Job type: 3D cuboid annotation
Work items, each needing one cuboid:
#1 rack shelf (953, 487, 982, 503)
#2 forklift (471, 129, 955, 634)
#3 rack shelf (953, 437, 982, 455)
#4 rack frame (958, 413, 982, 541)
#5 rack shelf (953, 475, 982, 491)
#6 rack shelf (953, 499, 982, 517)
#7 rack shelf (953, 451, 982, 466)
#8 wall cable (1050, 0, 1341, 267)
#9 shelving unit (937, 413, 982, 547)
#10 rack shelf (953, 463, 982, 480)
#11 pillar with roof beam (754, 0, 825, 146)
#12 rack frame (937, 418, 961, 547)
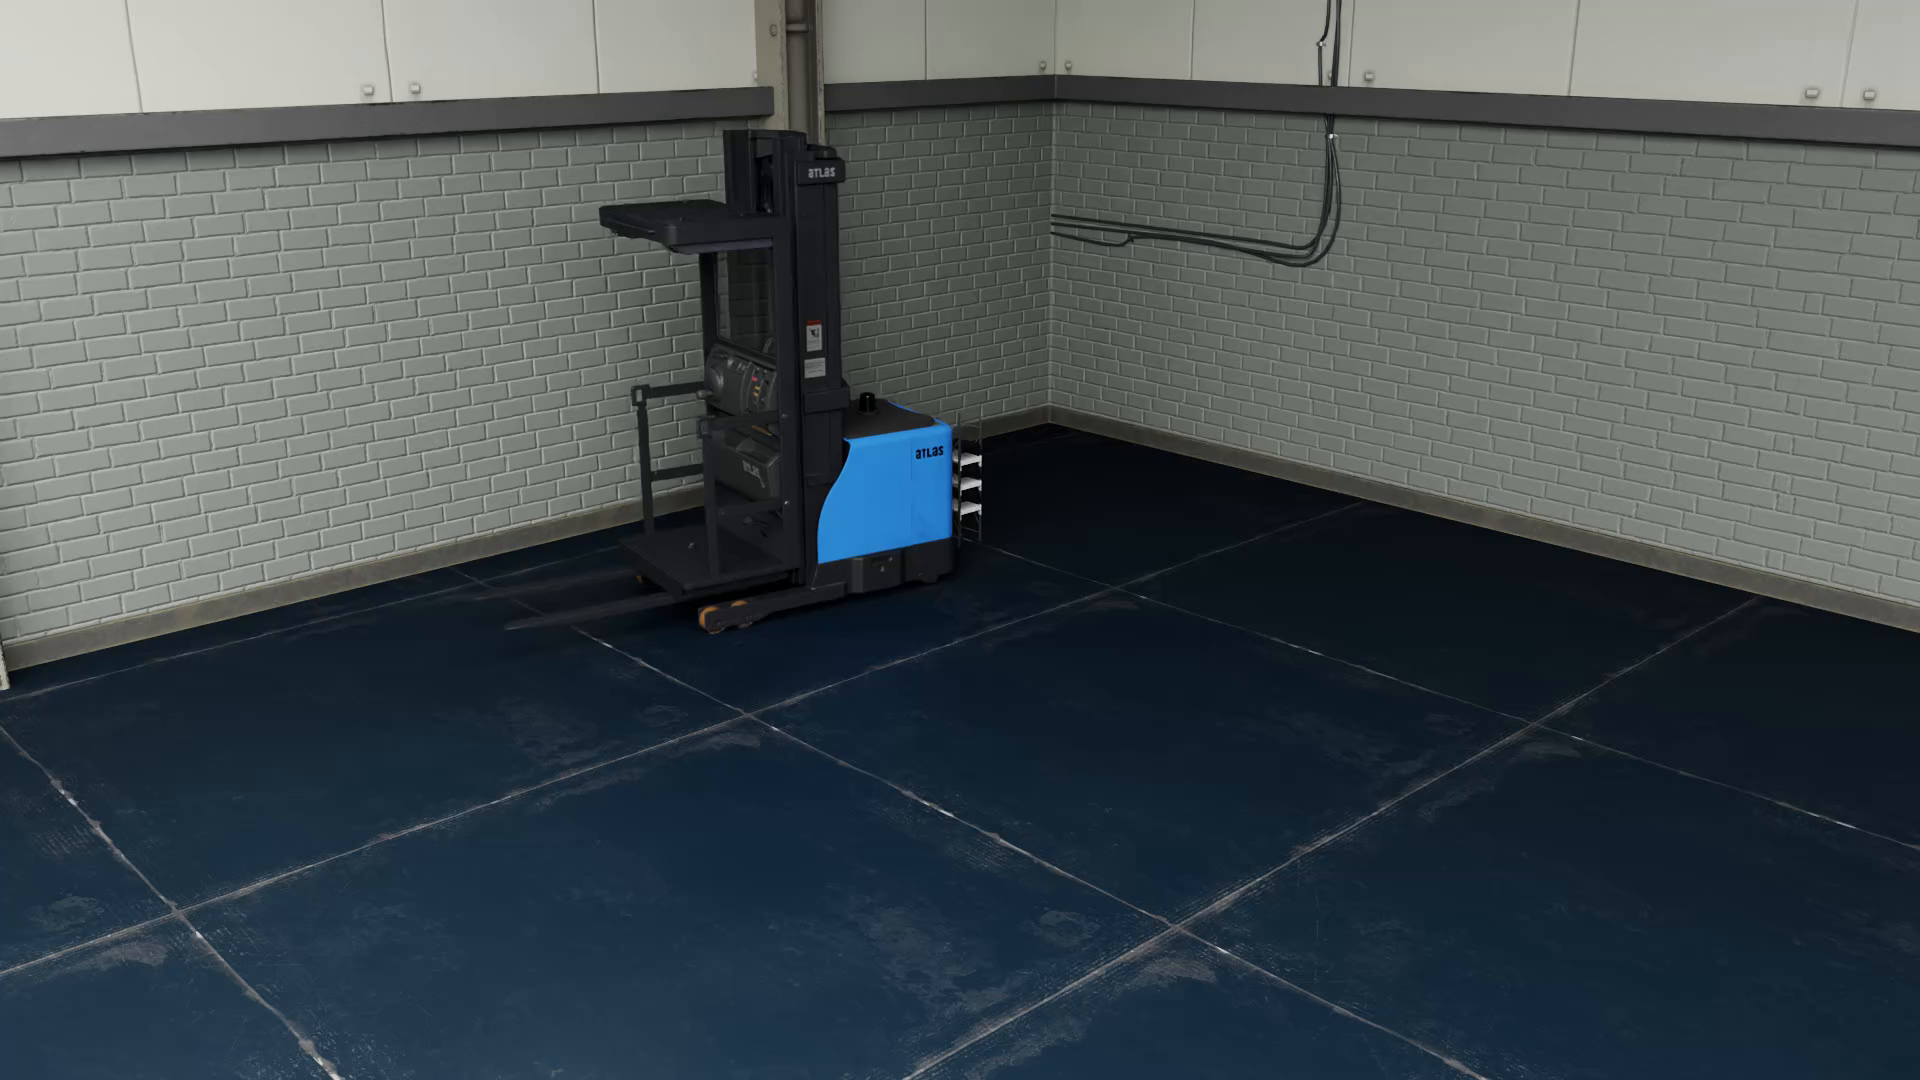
[{"bbox_3d":[-0.006,-0.309,11.879,0.200,0.077,0.258,-16,24,-41],"label":"rack shelf"},{"bbox_3d":[-1.549,-1.004,10.329,3.031,2.935,1.130,-11,21,-31],"label":"forklift"},{"bbox_3d":[-0.006,-0.651,11.768,0.200,0.077,0.258,-16,24,-41],"label":"rack shelf"},{"bbox_3d":[0.068,-0.448,11.907,0.006,0.900,0.240,-16,24,-41],"label":"rack frame"},{"bbox_3d":[-0.006,-0.395,11.851,0.200,0.077,0.258,-16,24,-41],"label":"rack shelf"},{"bbox_3d":[-0.006,-0.223,11.906,0.200,0.077,0.258,-16,24,-41],"label":"rack shelf"},{"bbox_3d":[-0.006,-0.566,11.795,0.200,0.077,0.258,-16,24,-41],"label":"rack shelf"},{"bbox_3d":[1.792,-3.559,13.405,0.112,2.526,3.097,-16,24,-41],"label":"wall cable"},{"bbox_3d":[-0.006,-0.426,11.841,0.210,0.900,0.258,-16,24,-41],"label":"shelving unit"},{"bbox_3d":[-0.006,-0.480,11.823,0.200,0.077,0.258,-16,24,-41],"label":"rack shelf"},{"bbox_3d":[1.701,-3.743,8.939,0.400,9.000,9.100,-16,24,-41],"label":"pillar with roof beam"},{"bbox_3d":[-0.080,-0.405,11.774,0.006,0.900,0.240,-16,24,-41],"label":"rack frame"}]
